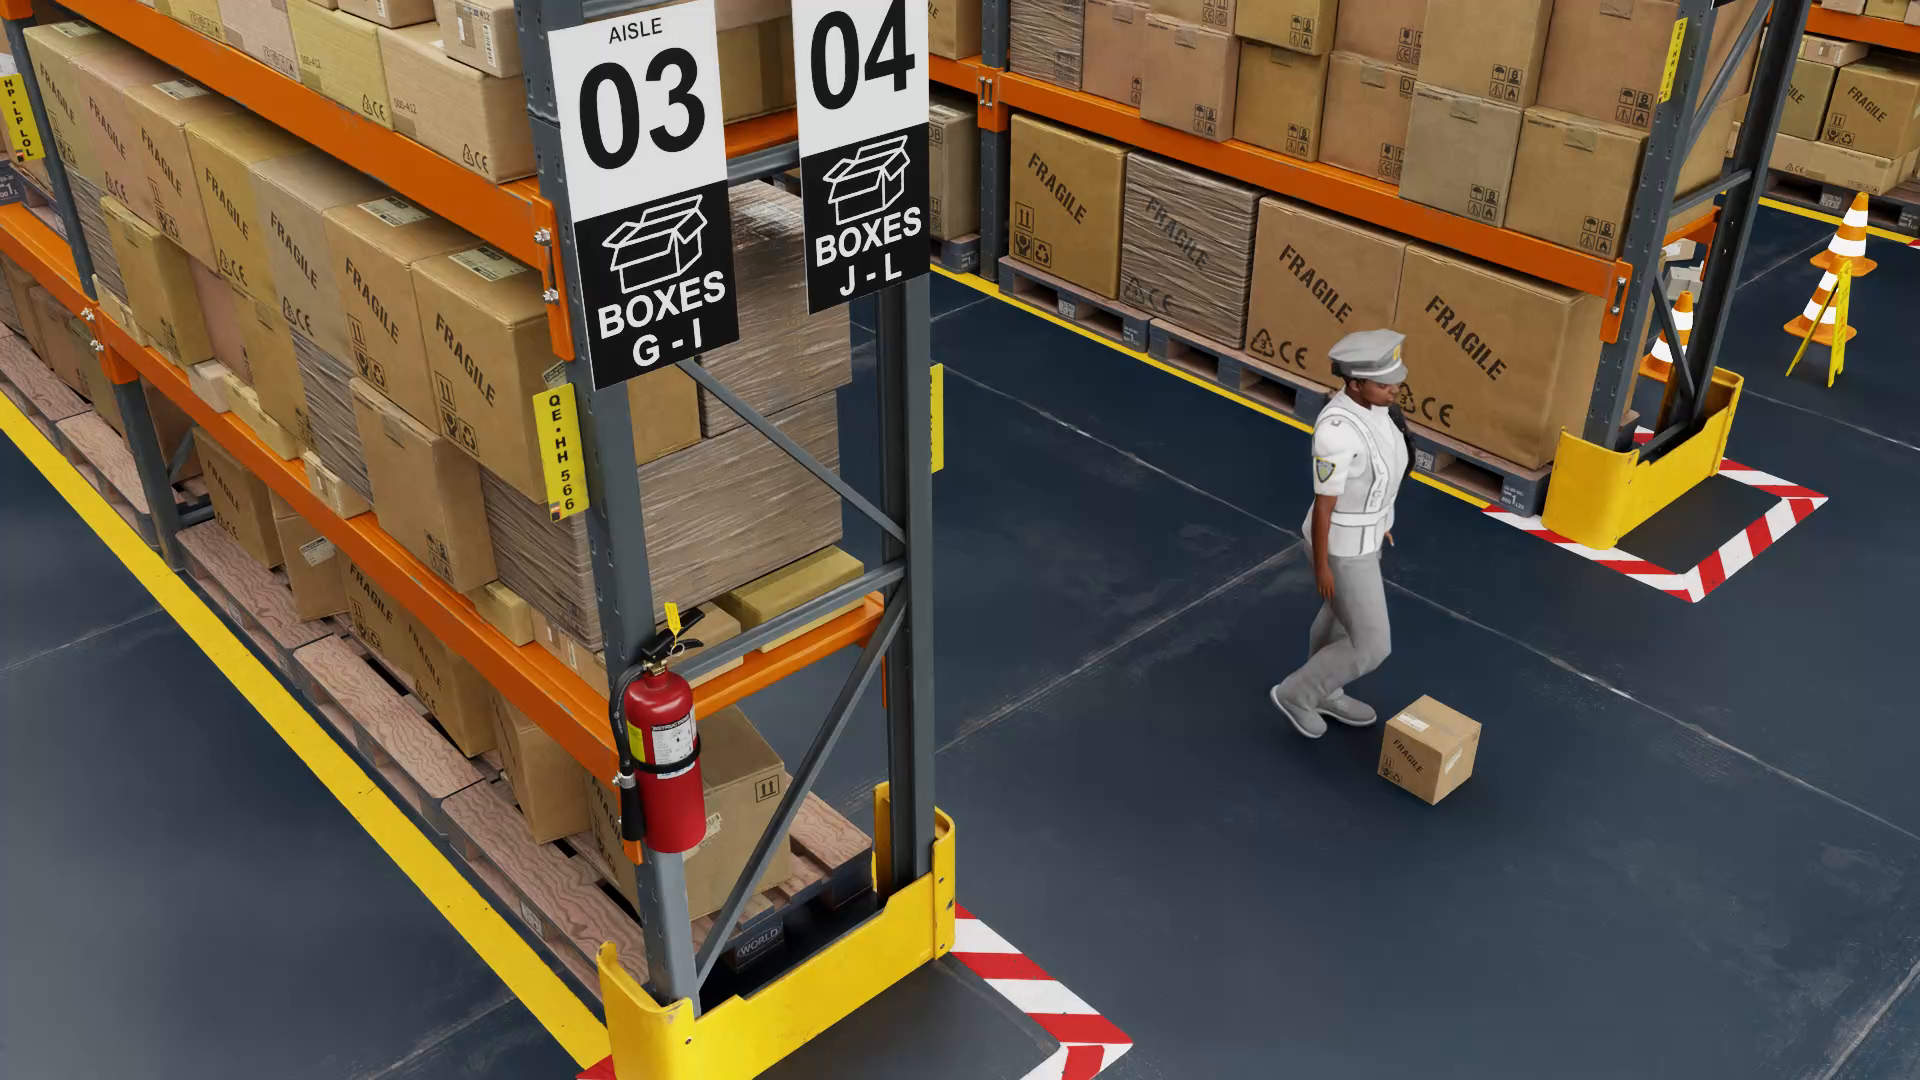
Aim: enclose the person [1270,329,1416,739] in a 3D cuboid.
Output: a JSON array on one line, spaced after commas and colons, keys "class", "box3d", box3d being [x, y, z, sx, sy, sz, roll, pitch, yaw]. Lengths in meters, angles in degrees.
[{"class": "person", "box3d": [1.463, 0.011, 6.099, 0.421, 1.683, 0.465, 16, 36, 24]}]
